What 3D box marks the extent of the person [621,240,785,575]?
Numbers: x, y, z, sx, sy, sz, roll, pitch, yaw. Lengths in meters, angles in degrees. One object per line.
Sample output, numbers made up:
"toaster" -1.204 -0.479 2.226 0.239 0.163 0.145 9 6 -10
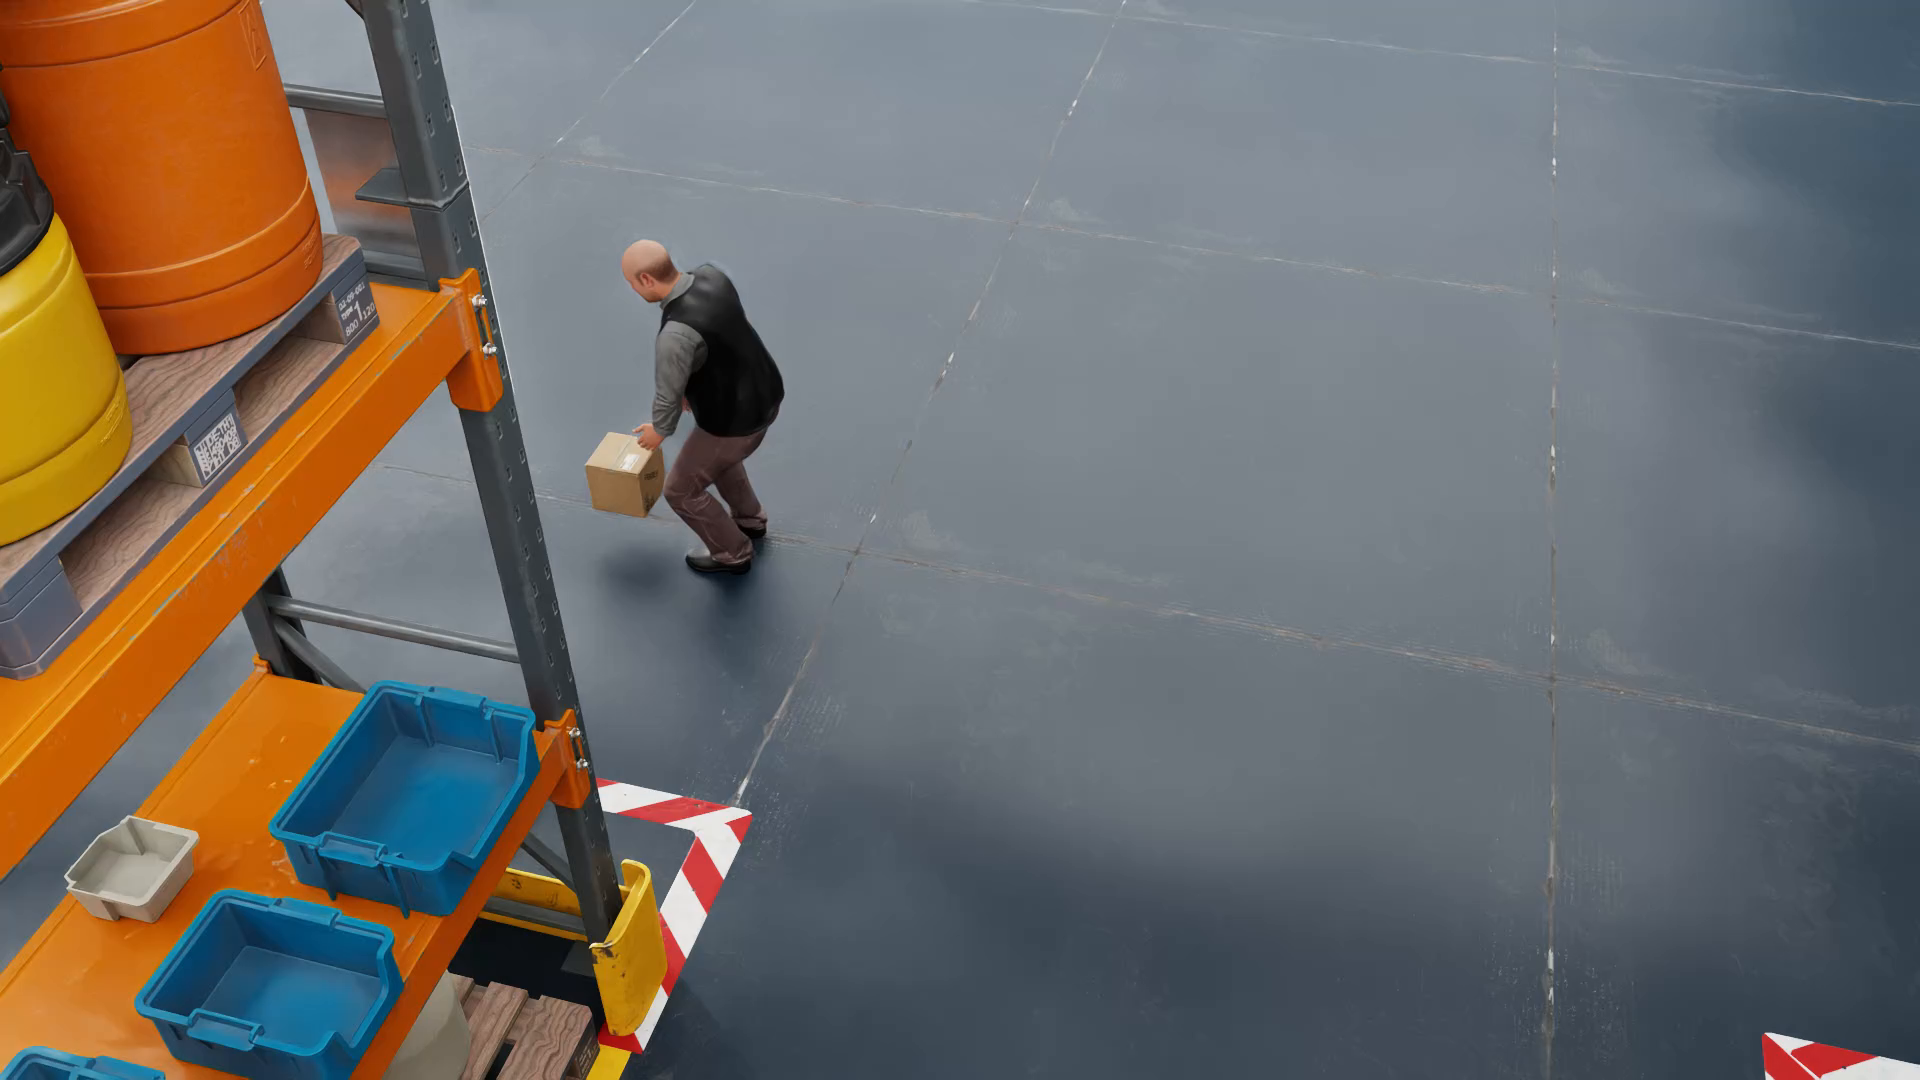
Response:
"person" -1.044 -0.532 6.929 0.579 1.556 0.583 10 42 12
